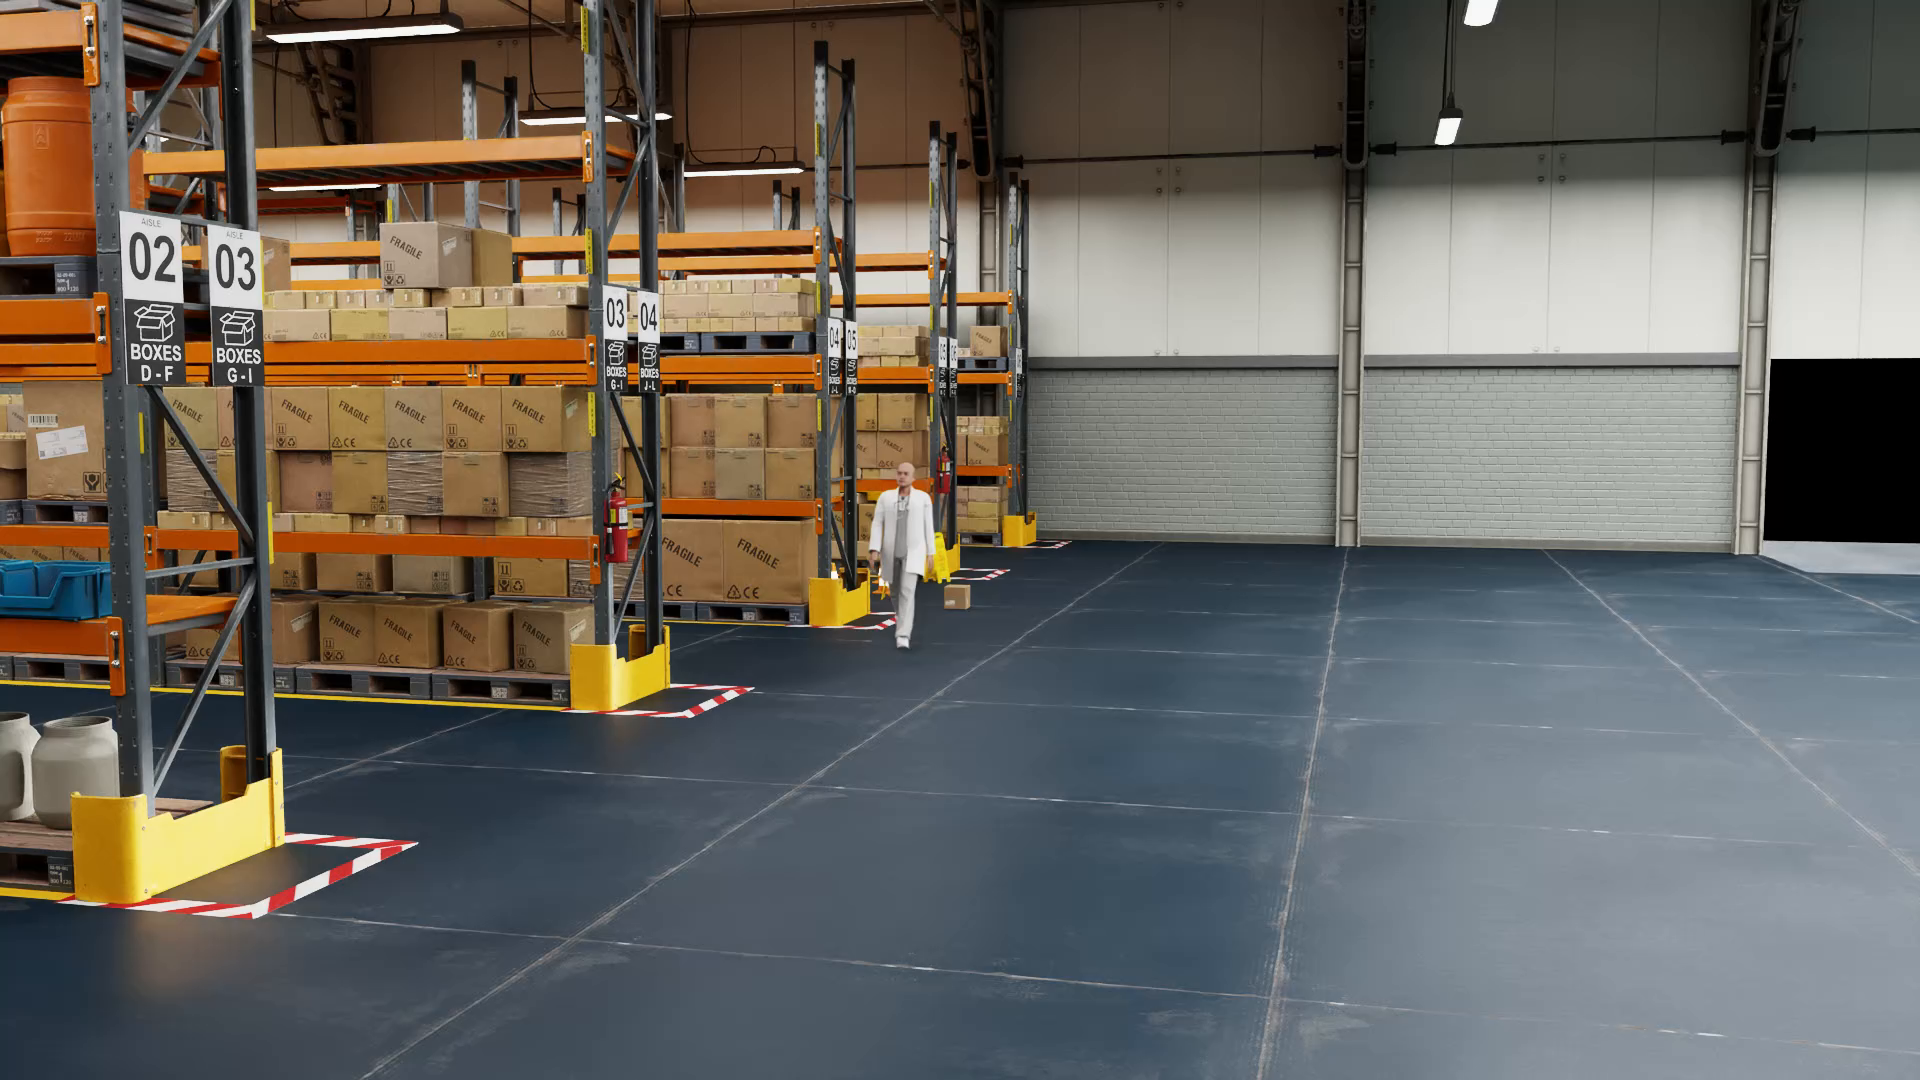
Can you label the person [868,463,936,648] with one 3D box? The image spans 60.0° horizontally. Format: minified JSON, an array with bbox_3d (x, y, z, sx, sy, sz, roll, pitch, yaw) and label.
[{"bbox_3d":[-0.554,0.129,15.885,0.612,1.730,1.113,1,5,9],"label":"person"}]
